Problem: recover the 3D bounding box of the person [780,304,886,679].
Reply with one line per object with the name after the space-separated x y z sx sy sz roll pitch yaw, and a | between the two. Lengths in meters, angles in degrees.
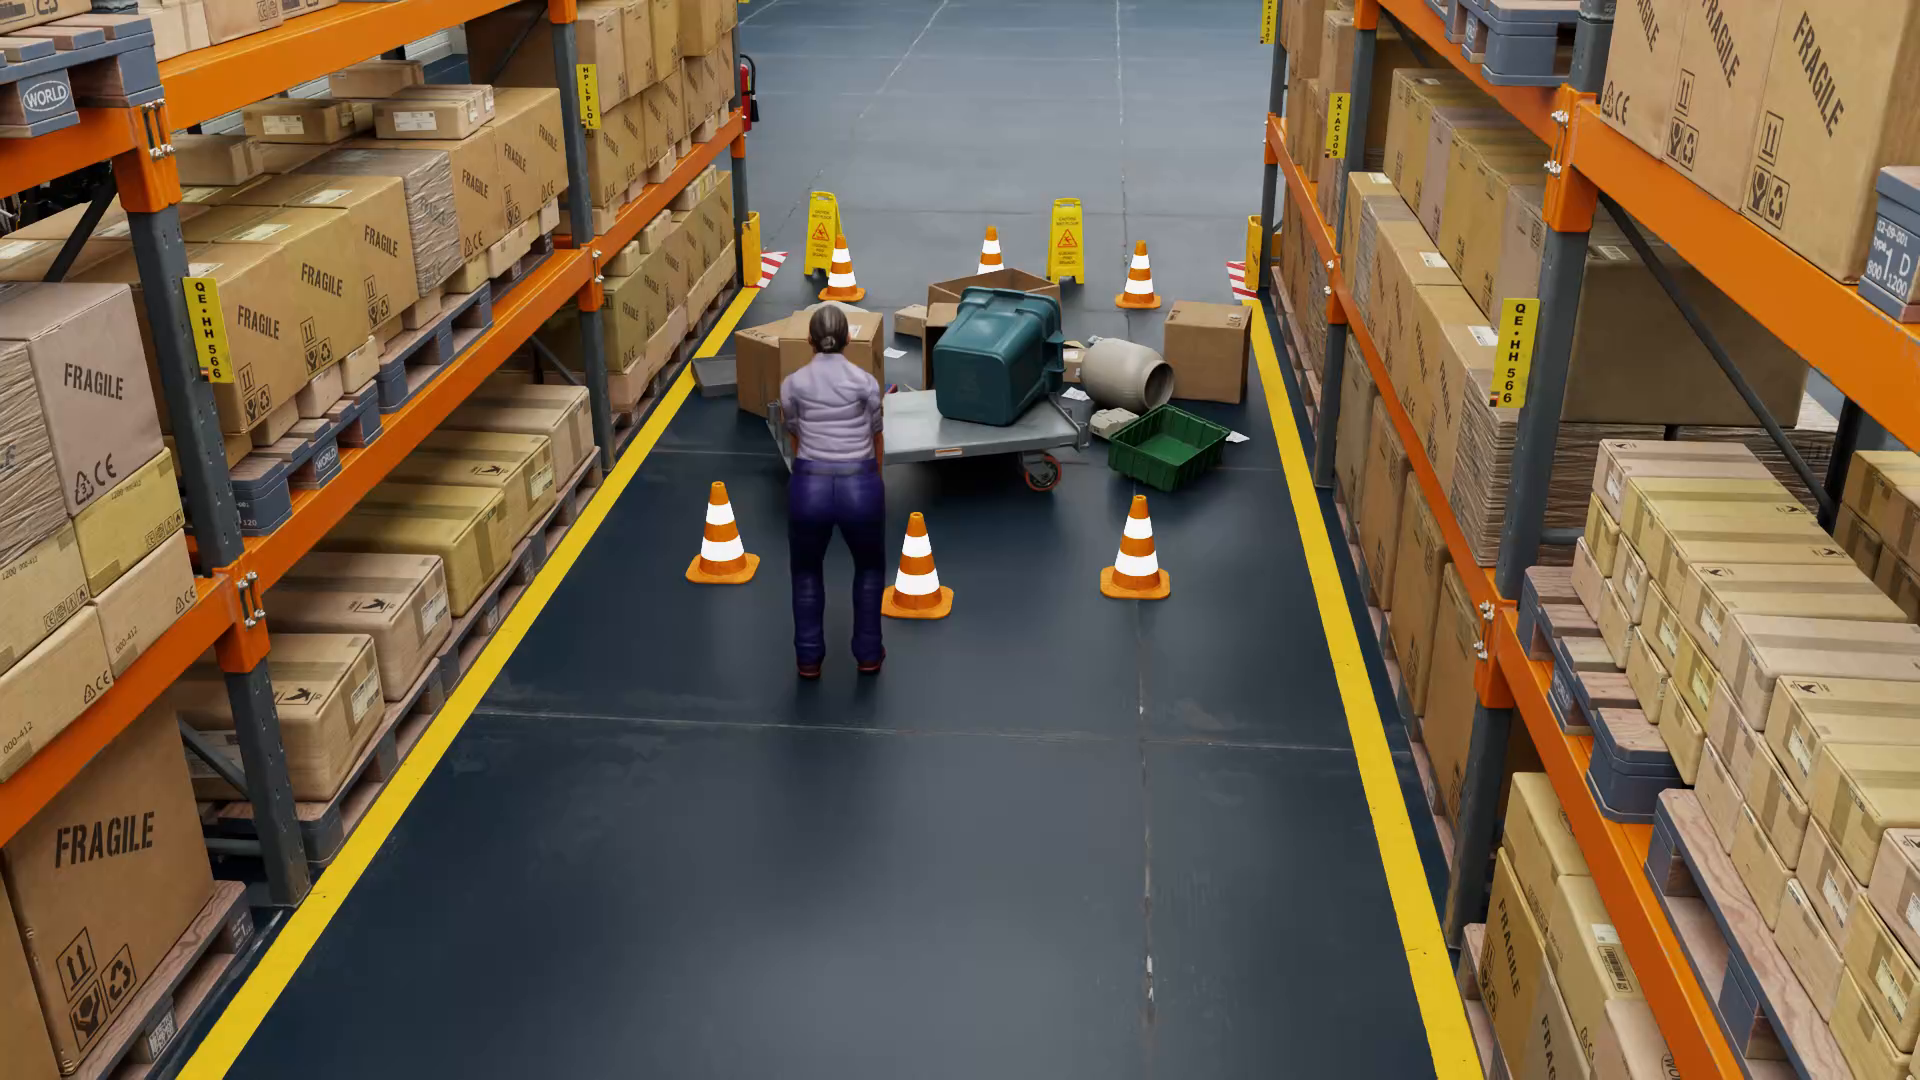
-0.531 -0.200 7.097 0.431 1.625 0.559 0 25 0 | person
